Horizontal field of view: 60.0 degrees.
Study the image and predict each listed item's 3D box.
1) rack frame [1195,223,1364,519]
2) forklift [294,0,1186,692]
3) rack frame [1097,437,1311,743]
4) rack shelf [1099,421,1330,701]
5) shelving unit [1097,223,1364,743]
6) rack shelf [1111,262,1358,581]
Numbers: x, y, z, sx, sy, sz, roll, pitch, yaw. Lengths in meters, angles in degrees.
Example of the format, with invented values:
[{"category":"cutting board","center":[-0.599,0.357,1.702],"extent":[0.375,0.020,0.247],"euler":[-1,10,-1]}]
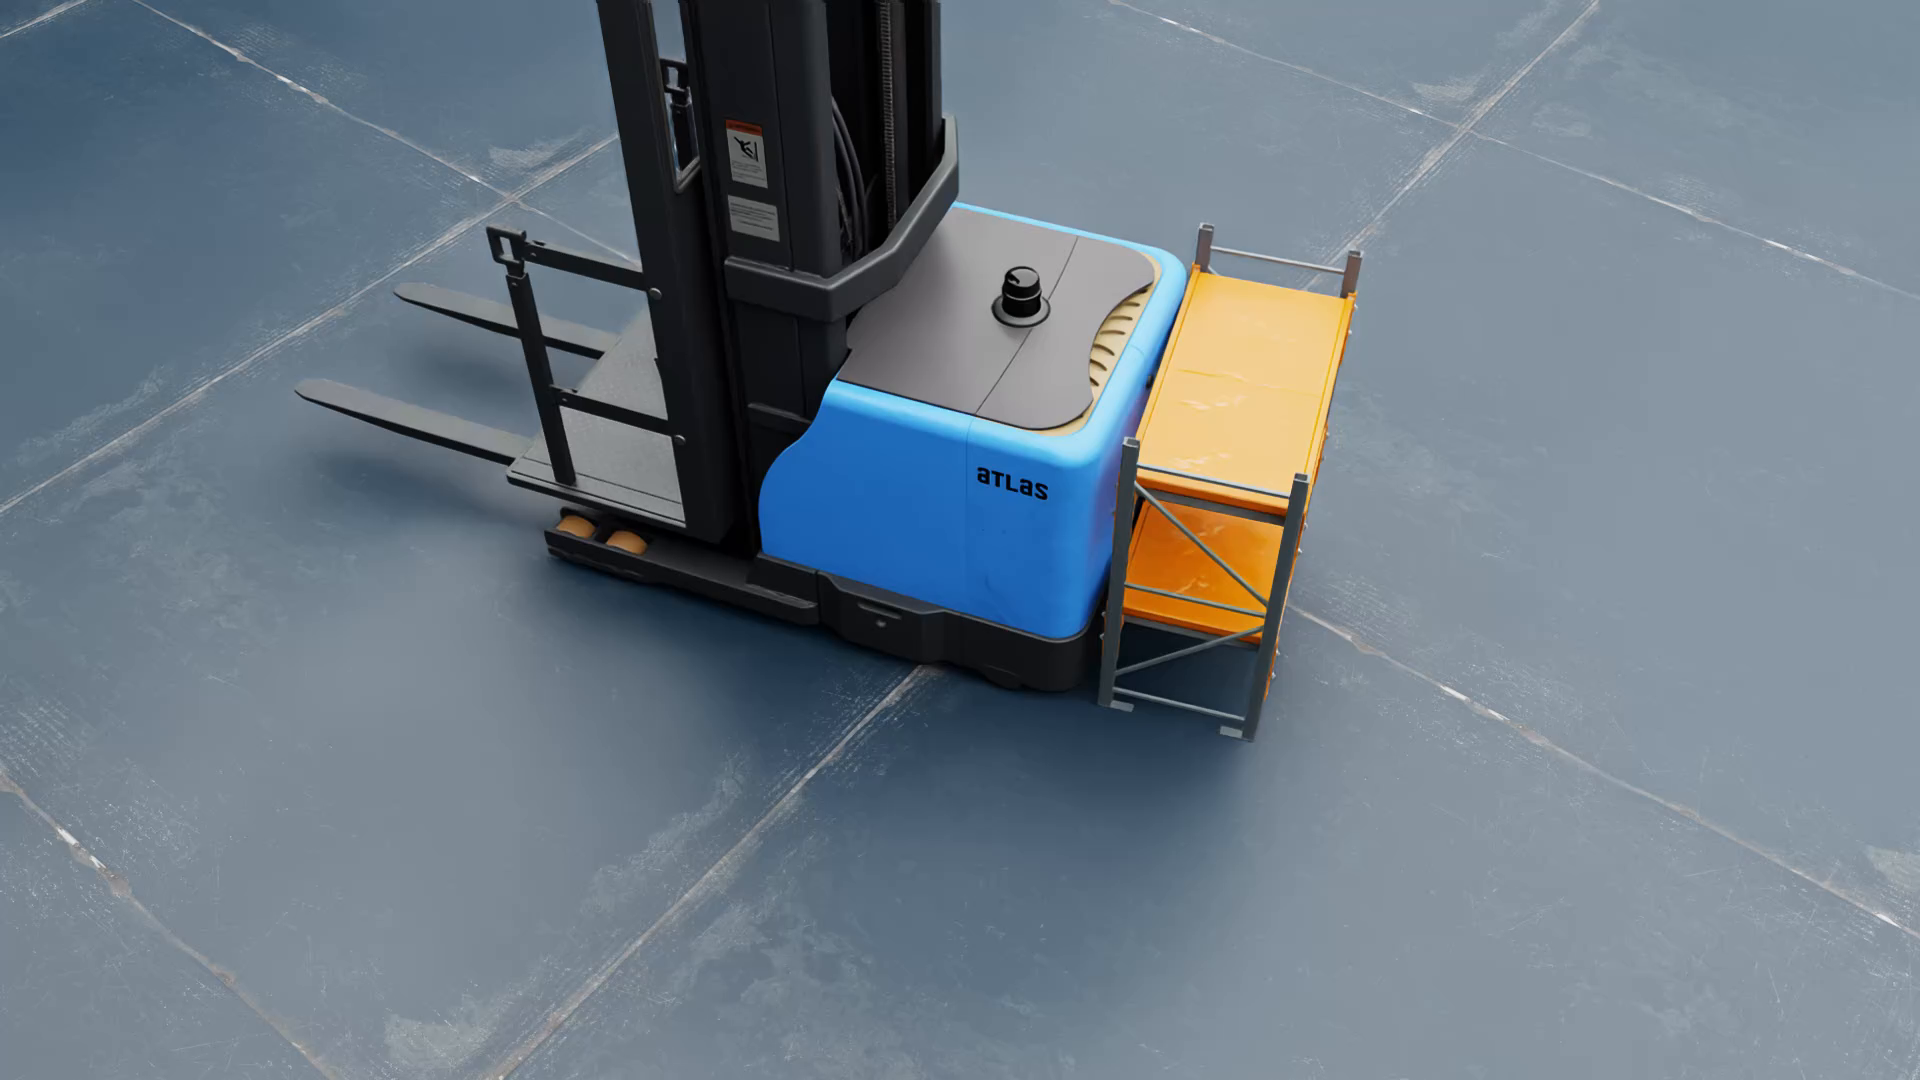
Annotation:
[{"category":"rack frame","center":[0.978,-0.527,5.475],"extent":[0.500,1.125,0.032],"euler":[13,48,12]},{"category":"forklift","center":[-0.860,-1.220,4.888],"extent":[3.031,2.935,1.130],"euler":[16,48,15]},{"category":"rack frame","center":[0.677,0.175,4.804],"extent":[0.500,1.125,0.032],"euler":[13,48,12]},{"category":"rack shelf","center":[0.828,-0.007,5.317],"extent":[0.538,0.278,1.000],"euler":[13,48,12]},{"category":"shelving unit","center":[0.828,-0.176,5.140],"extent":[0.538,1.125,1.048],"euler":[13,48,12]},{"category":"rack shelf","center":[0.828,-0.378,4.928],"extent":[0.538,0.278,1.000],"euler":[13,48,12]}]
